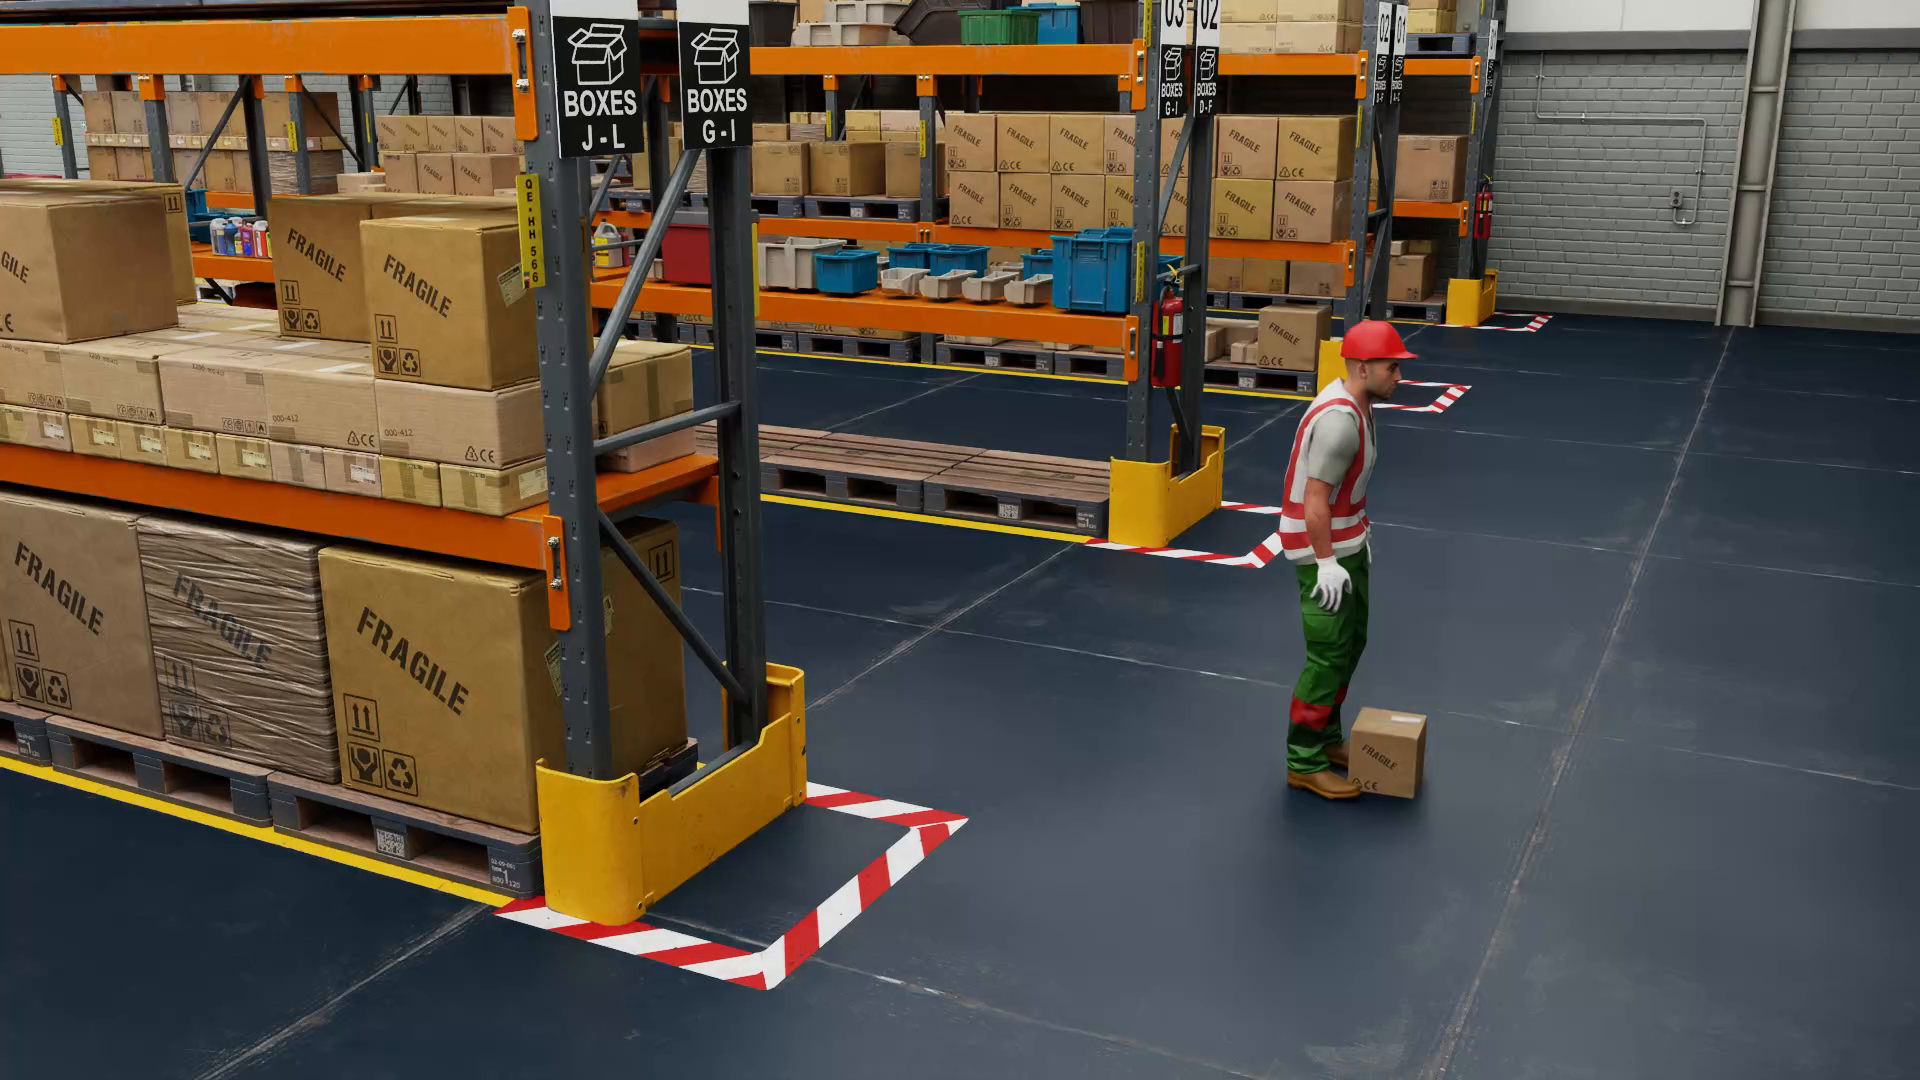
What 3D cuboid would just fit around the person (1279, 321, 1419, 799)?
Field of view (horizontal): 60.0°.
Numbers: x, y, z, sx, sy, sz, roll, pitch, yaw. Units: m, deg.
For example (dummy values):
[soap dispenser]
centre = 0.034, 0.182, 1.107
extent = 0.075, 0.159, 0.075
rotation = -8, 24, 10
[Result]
[person]
centre = 1.446, 0.056, 6.301
extent = 0.453, 1.777, 0.604
rotation = 7, 17, 23
